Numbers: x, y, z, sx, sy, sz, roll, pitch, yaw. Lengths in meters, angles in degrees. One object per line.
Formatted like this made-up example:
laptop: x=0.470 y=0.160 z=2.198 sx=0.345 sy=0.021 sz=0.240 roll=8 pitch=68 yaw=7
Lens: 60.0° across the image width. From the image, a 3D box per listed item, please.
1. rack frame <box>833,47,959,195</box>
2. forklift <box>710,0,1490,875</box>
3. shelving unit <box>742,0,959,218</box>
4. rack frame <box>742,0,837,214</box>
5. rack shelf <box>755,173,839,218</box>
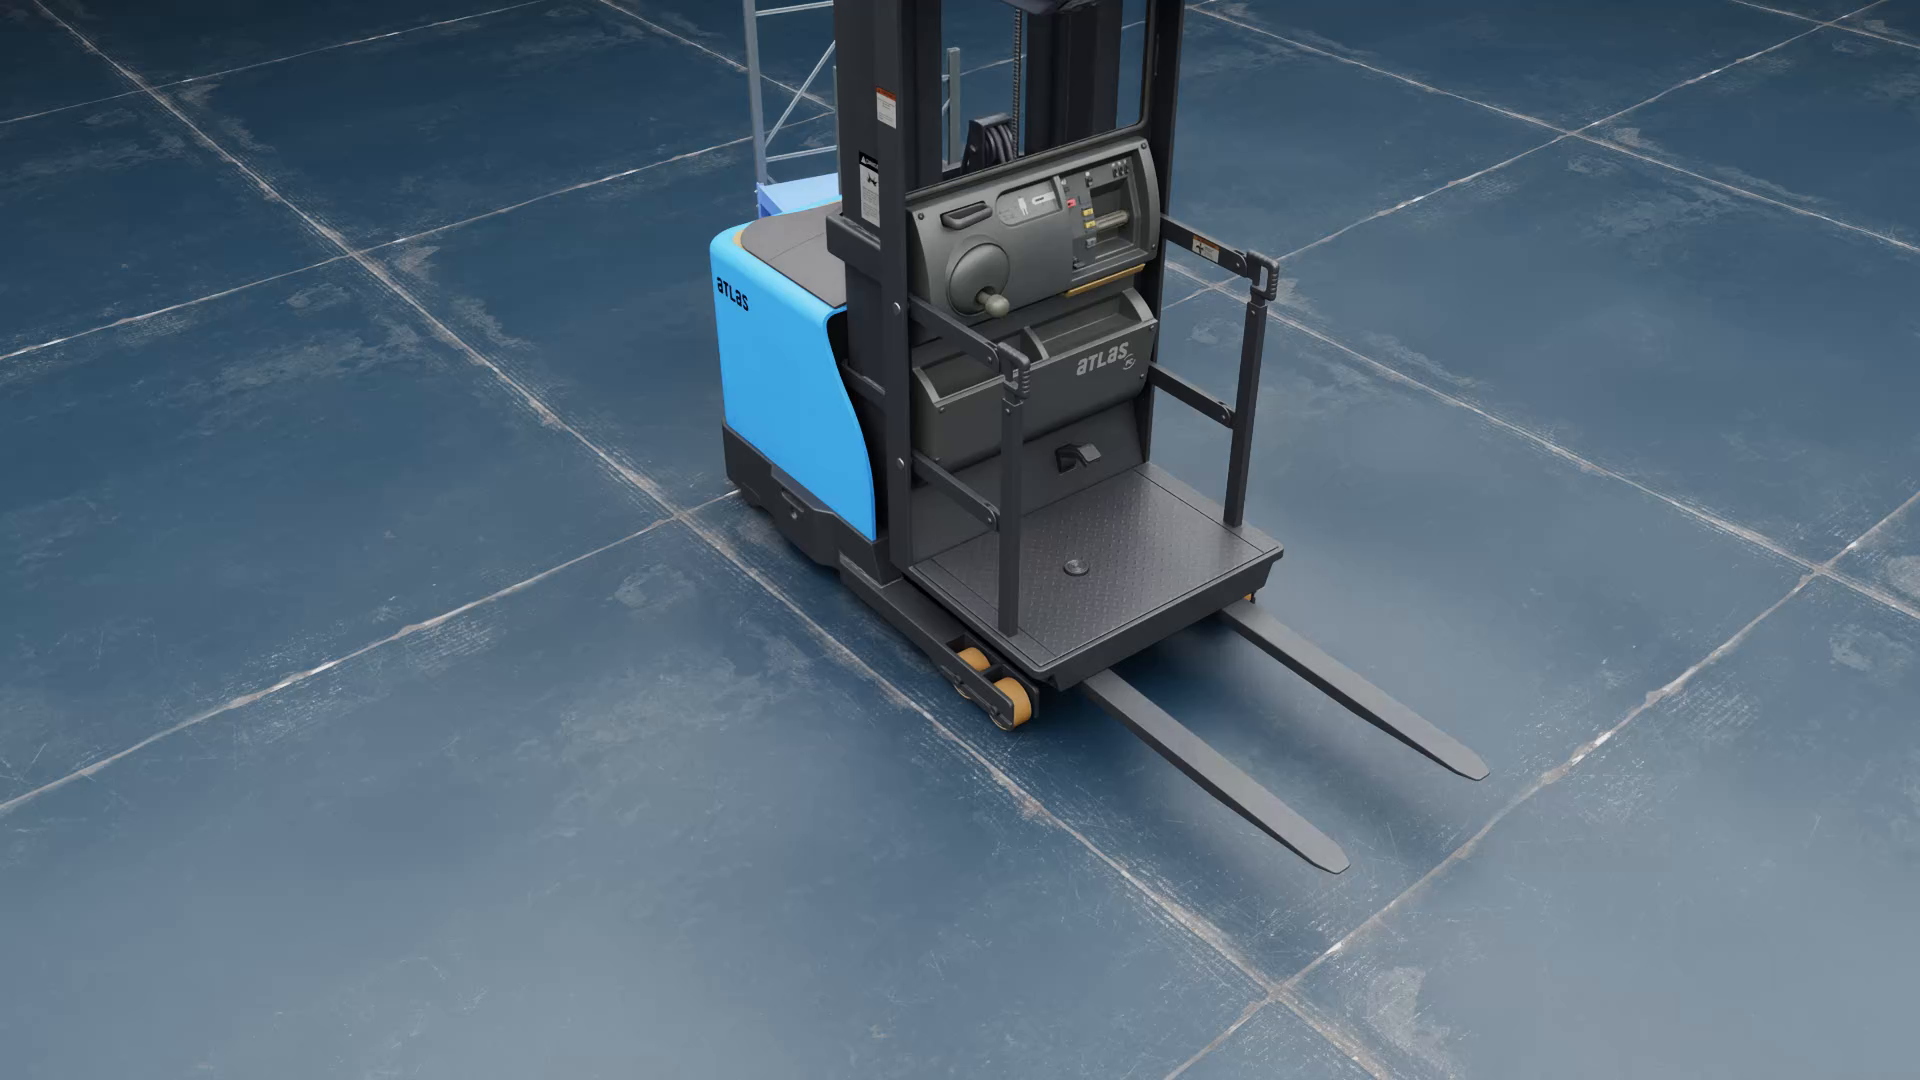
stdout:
rack frame: x=-0.235 y=-1.183 z=6.623 sx=0.500 sy=1.500 sz=0.032 roll=-15 pitch=38 yaw=-20
forklift: x=0.381 y=-0.908 z=4.996 sx=1.130 sy=2.935 sz=3.031 roll=-24 pitch=42 yaw=-30
shelving unit: x=-0.452 y=-1.449 z=6.998 sx=0.538 sy=1.500 sz=1.048 roll=-15 pitch=38 yaw=-20
rack frame: x=-0.669 y=-1.715 z=7.373 sx=0.500 sy=1.500 sz=0.032 roll=-15 pitch=38 yaw=-20
rack shelf: x=-0.452 y=-1.302 z=7.102 sx=0.538 sy=0.185 sz=1.000 roll=-15 pitch=38 yaw=-20
